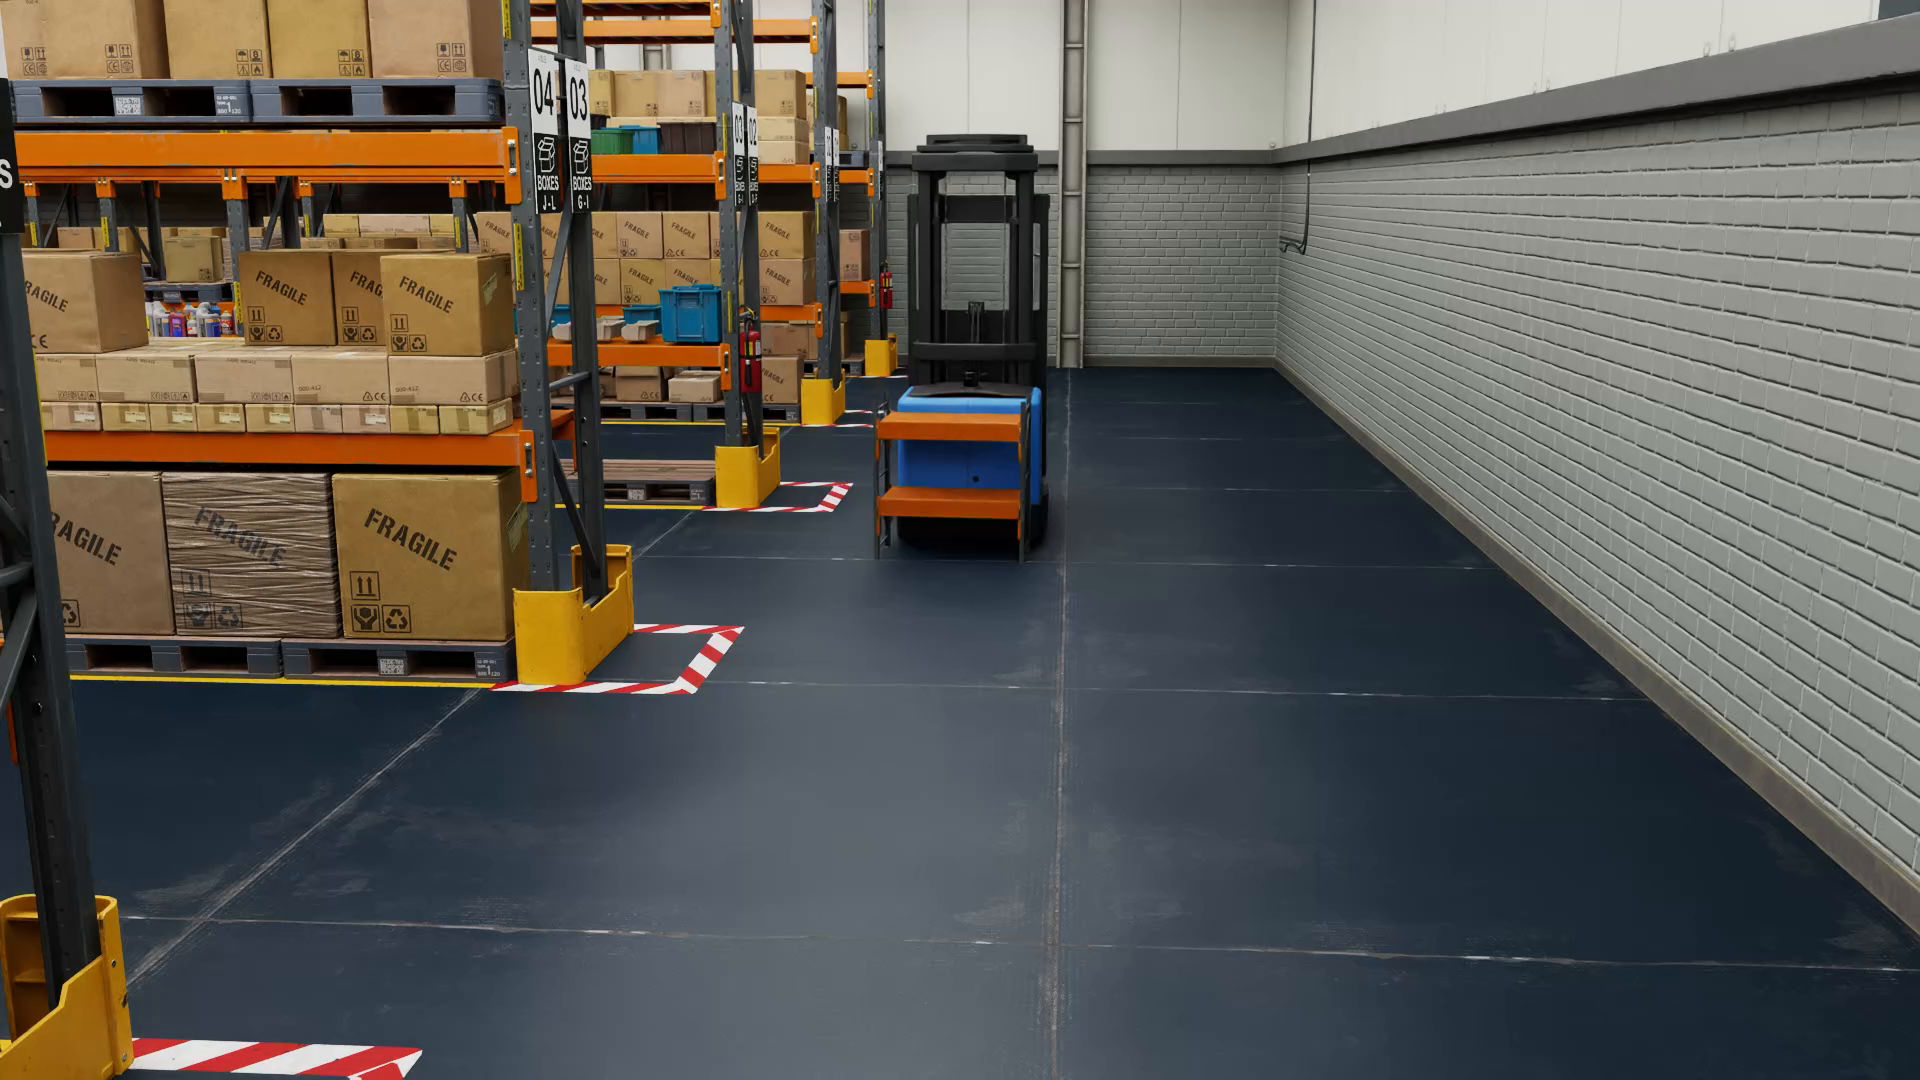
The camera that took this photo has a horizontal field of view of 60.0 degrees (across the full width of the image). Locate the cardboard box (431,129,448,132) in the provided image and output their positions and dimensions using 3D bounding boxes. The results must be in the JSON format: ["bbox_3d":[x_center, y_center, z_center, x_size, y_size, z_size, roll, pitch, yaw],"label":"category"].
[{"bbox_3d":[-5.958,-4.704,18.589,0.600,0.600,0.600,0,12,-2],"label":"cardboard box"}]

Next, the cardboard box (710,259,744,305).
[{"bbox_3d":[-2.452,-2.861,18.377,0.500,0.500,0.500,1,12,4],"label":"cardboard box"}]

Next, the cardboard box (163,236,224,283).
[{"bbox_3d":[-8.816,-3.234,19.132,0.500,0.500,0.700,-3,12,-15],"label":"cardboard box"}]

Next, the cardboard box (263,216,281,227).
[{"bbox_3d":[-9.792,-4.559,23.832,0.250,0.149,0.380,-1,12,-6],"label":"cardboard box"}]

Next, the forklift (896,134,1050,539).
[{"bbox_3d":[0.154,-1.690,13.189,1.130,2.935,3.031,1,12,4],"label":"forklift"}]

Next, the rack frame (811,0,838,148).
[{"bbox_3d":[-1.469,-5.792,17.979,0.127,3.000,1.000,1,12,4],"label":"rack frame"}]

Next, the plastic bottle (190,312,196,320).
[{"bbox_3d":[-6.586,-1.865,14.341,0.097,0.201,0.097,0,12,0],"label":"plastic bottle"}]

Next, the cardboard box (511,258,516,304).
[{"bbox_3d":[-4.970,-2.897,18.545,0.500,0.500,0.500,1,12,5],"label":"cardboard box"}]

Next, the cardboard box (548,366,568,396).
[{"bbox_3d":[-4.873,-1.952,19.305,0.500,0.500,0.500,1,12,4],"label":"cardboard box"}]

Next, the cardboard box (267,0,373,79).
[{"bbox_3d":[-3.211,-2.632,8.684,0.500,0.500,0.700,0,12,2],"label":"cardboard box"}]

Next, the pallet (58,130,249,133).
[{"bbox_3d":[-6.584,-3.265,13.685,1.003,0.211,1.213,1,12,4],"label":"pallet"}]

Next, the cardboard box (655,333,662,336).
[{"bbox_3d":[-4.394,-2.873,23.756,0.500,0.500,0.700,1,12,4],"label":"cardboard box"}]

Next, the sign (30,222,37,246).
[{"bbox_3d":[-13.144,-4.344,23.597,0.005,0.325,0.100,1,12,4],"label":"sign"}]

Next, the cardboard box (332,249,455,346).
[{"bbox_3d":[-3.095,-1.340,9.154,0.500,0.500,0.500,0,12,2],"label":"cardboard box"}]

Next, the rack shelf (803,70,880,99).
[{"bbox_3d":[-3.137,-6.283,23.062,4.000,0.370,1.077,1,12,4],"label":"rack shelf"}]

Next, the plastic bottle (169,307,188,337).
[{"bbox_3d":[-6.444,-1.774,13.710,0.133,0.283,0.061,1,12,4],"label":"plastic bottle"}]

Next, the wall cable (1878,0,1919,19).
[{"bbox_3d":[3.277,-4.561,4.239,0.120,5.999,2.277,1,12,4],"label":"wall cable"}]

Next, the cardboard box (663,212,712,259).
[{"bbox_3d":[-2.953,-3.357,18.302,0.500,0.500,0.500,1,12,5],"label":"cardboard box"}]

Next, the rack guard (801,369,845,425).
[{"bbox_3d":[-1.545,-1.633,18.854,0.348,0.500,1.175,1,12,4],"label":"rack guard"}]

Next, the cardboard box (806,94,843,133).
[{"bbox_3d":[-1.890,-5.838,22.791,0.500,0.500,0.500,1,12,4],"label":"cardboard box"}]

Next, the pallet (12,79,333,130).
[{"bbox_3d":[-4.096,-2.281,8.736,1.213,0.211,1.003,1,12,4],"label":"pallet"}]

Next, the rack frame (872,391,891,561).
[{"bbox_3d":[-0.552,-0.457,11.706,0.032,1.125,0.500,2,12,7],"label":"rack frame"}]

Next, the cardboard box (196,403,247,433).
[{"bbox_3d":[-3.790,-0.664,8.728,0.250,0.149,0.380,1,12,4],"label":"cardboard box"}]

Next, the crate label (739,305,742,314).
[{"bbox_3d":[-2.028,-1.862,14.104,0.303,0.233,0.416,1,12,4],"label":"crate label"}]

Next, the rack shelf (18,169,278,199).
[{"bbox_3d":[-7.791,-3.042,13.914,4.000,0.370,1.077,1,12,4],"label":"rack shelf"}]

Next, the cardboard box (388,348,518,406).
[{"bbox_3d":[-2.636,-0.856,8.676,0.500,0.250,0.500,1,12,3],"label":"cardboard box"}]

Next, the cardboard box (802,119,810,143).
[{"bbox_3d":[-1.964,-4.555,18.538,0.500,0.250,0.500,1,12,4],"label":"cardboard box"}]

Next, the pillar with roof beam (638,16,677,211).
[{"bbox_3d":[-4.664,-6.146,19.673,0.400,9.000,9.100,1,12,4],"label":"pillar with roof beam"}]

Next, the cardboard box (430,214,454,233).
[{"bbox_3d":[-7.143,-4.471,23.463,0.500,0.250,0.500,1,12,3],"label":"cardboard box"}]

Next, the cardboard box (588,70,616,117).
[{"bbox_3d":[-3.984,-4.877,18.242,0.500,0.500,0.700,1,12,4],"label":"cardboard box"}]

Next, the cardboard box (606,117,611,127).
[{"bbox_3d":[-3.995,-4.477,18.162,0.500,0.250,0.500,1,12,4],"label":"cardboard box"}]

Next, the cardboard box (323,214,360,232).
[{"bbox_3d":[-8.660,-4.489,23.551,0.500,0.250,0.500,1,12,5],"label":"cardboard box"}]

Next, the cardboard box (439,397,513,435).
[{"bbox_3d":[-2.512,-0.646,8.646,0.250,0.149,0.380,1,12,5],"label":"cardboard box"}]

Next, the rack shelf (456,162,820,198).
[{"bbox_3d":[-3.465,-3.999,18.490,4.000,0.370,1.077,1,12,4],"label":"rack shelf"}]

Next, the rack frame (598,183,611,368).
[{"bbox_3d":[-5.133,-3.922,23.693,0.127,3.000,1.000,1,12,4],"label":"rack frame"}]

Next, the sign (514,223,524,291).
[{"bbox_3d":[-2.185,-1.404,8.246,0.005,0.325,0.100,1,12,4],"label":"sign"}]

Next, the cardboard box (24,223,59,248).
[{"bbox_3d":[-13.570,-4.384,24.387,0.500,0.500,0.500,1,12,2],"label":"cardboard box"}]

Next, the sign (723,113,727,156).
[{"bbox_3d":[-1.825,-3.148,12.921,0.005,0.325,0.100,1,12,4],"label":"sign"}]

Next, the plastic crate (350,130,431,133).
[{"bbox_3d":[-4.574,-3.230,13.374,0.590,0.269,0.497,1,12,4],"label":"plastic crate"}]

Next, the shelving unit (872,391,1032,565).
[{"bbox_3d":[-0.048,-0.444,11.642,1.048,1.125,0.538,2,12,7],"label":"shelving unit"}]

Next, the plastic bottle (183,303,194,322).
[{"bbox_3d":[-6.710,-1.932,14.491,0.097,0.271,0.097,0,12,0],"label":"plastic bottle"}]

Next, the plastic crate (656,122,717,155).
[{"bbox_3d":[-2.170,-3.310,13.759,0.590,0.269,0.497,1,12,4],"label":"plastic crate"}]

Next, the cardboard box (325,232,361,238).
[{"bbox_3d":[-8.657,-4.122,23.630,0.500,0.500,0.500,1,12,5],"label":"cardboard box"}]

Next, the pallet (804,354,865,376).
[{"bbox_3d":[-1.945,-2.498,23.692,1.213,0.211,1.003,1,12,4],"label":"pallet"}]

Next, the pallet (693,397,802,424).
[{"bbox_3d":[-2.341,-1.502,18.935,1.213,0.211,1.003,1,12,4],"label":"pallet"}]

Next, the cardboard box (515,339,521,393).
[{"bbox_3d":[-2.596,-0.966,9.198,0.500,0.250,0.500,0,12,2],"label":"cardboard box"}]

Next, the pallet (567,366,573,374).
[{"bbox_3d":[-5.908,-2.553,23.955,1.213,0.211,1.003,1,12,4],"label":"pallet"}]

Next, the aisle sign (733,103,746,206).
[{"bbox_3d":[-1.752,-3.055,13.198,0.004,0.787,0.394,1,12,4],"label":"aisle sign"}]

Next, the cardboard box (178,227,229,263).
[{"bbox_3d":[-10.838,-4.258,23.980,0.500,0.500,0.700,1,12,4],"label":"cardboard box"}]

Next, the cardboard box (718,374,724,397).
[{"bbox_3d":[-2.492,-1.797,19.175,0.500,0.250,0.500,1,12,4],"label":"cardboard box"}]

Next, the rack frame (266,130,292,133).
[{"bbox_3d":[-5.795,-4.835,13.403,0.127,3.000,1.000,1,12,4],"label":"rack frame"}]

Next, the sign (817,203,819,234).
[{"bbox_3d":[-1.526,-3.464,17.901,0.005,0.325,0.100,1,12,4],"label":"sign"}]
